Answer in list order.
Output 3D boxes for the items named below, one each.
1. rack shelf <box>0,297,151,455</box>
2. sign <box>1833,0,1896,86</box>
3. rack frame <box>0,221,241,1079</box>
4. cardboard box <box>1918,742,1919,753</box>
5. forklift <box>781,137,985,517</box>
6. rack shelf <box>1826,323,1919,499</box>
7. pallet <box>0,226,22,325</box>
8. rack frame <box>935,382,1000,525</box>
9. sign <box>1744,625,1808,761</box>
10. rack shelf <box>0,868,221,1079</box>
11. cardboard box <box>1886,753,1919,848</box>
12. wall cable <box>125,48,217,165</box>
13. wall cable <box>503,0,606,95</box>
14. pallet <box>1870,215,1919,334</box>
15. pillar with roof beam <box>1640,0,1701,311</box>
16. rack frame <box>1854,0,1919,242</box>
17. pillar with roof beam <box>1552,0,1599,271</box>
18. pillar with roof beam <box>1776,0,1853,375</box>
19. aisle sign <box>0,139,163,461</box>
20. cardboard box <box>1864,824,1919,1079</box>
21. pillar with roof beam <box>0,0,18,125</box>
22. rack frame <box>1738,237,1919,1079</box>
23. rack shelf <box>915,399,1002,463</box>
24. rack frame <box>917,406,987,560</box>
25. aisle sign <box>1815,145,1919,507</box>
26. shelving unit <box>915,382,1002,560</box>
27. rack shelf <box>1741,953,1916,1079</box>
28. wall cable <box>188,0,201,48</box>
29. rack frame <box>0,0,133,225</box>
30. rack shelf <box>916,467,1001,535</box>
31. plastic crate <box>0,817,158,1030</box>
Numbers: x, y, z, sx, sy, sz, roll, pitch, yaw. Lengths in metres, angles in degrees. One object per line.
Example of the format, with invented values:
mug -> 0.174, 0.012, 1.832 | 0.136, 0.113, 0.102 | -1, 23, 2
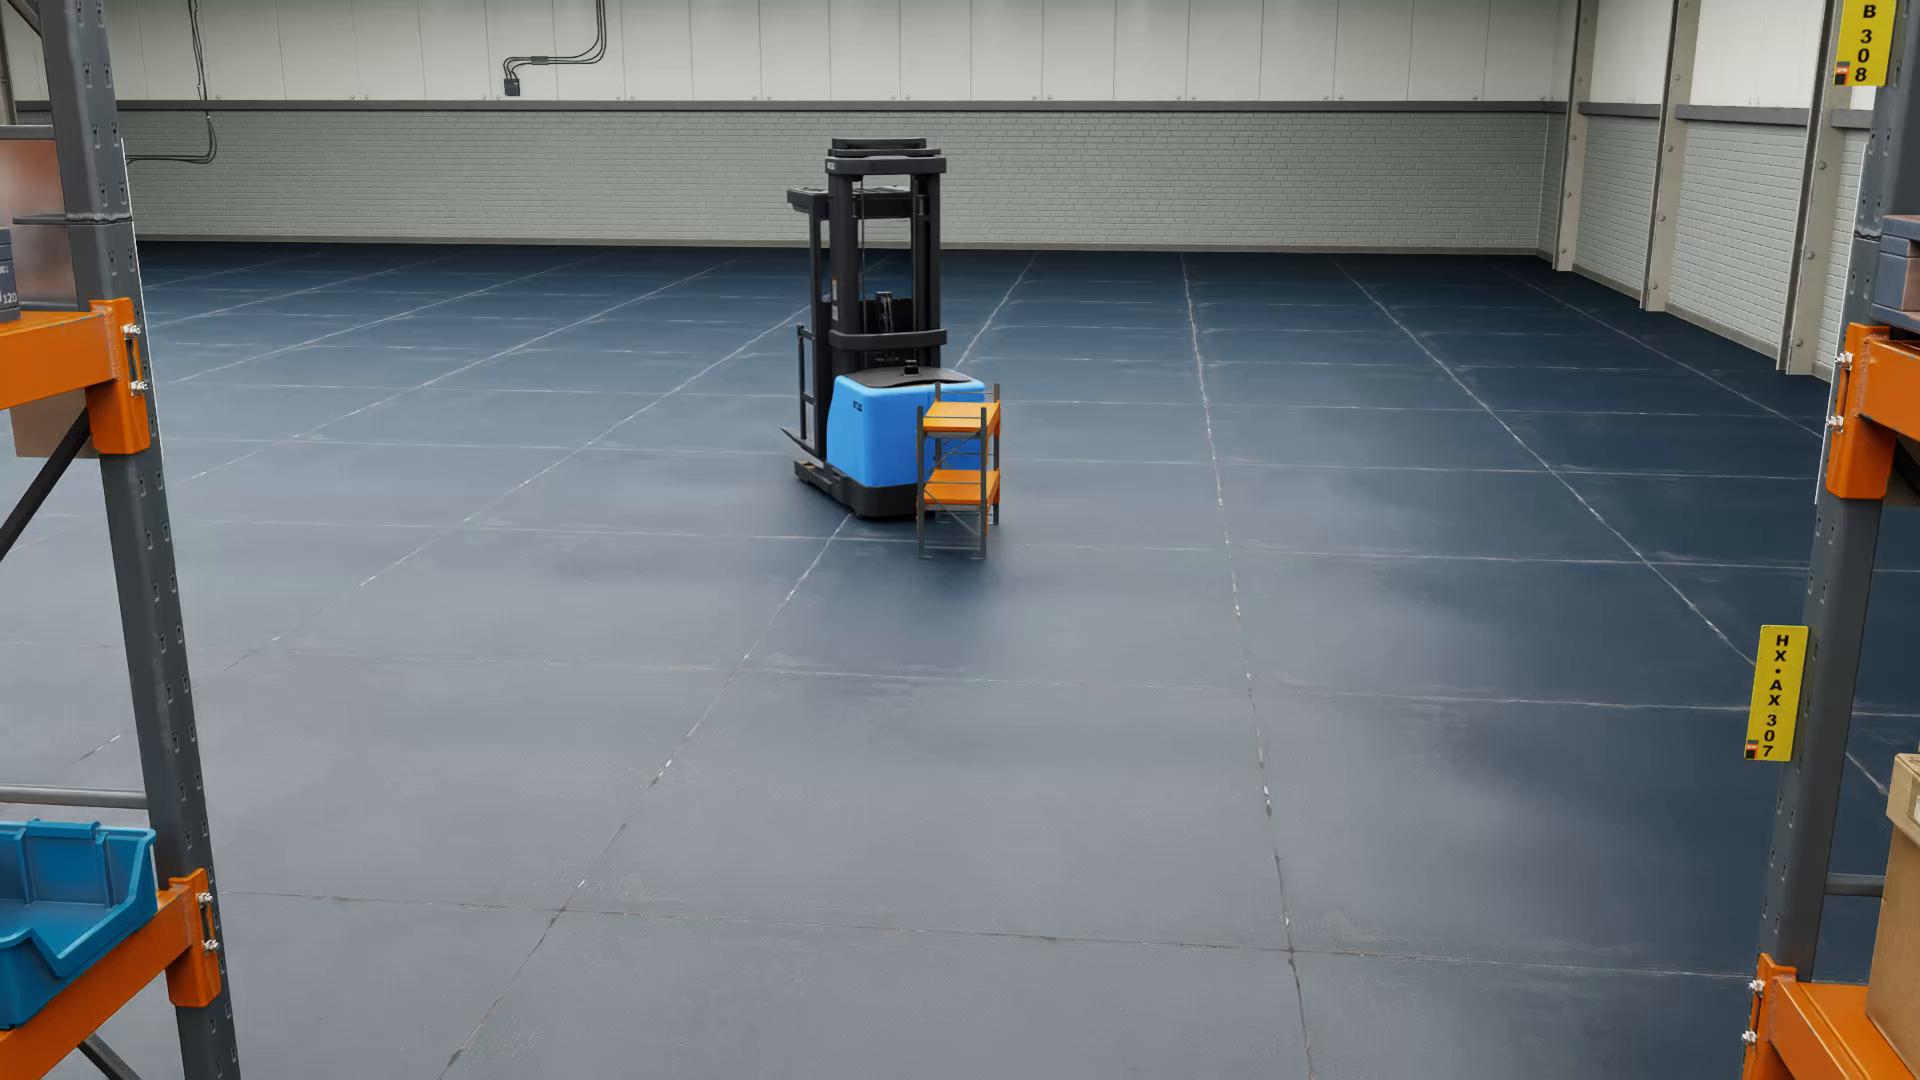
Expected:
rack shelf -> -2.729, 0.097, 2.189 | 1.077, 0.370, 4.000 | 2, 15, 6
sign -> 1.867, -1.100, 3.412 | 0.100, 0.325, 0.005 | 2, 15, 6
rack frame -> -2.504, 0.679, 4.405 | 1.000, 3.000, 0.127 | 2, 15, 6
cardboard box -> 2.346, 0.286, 3.182 | 0.700, 0.500, 0.500 | 2, 15, 6
forklift -> -0.810, -1.934, 14.199 | 1.130, 2.935, 3.031 | -6, 16, -21
rack shelf -> 2.192, 0.244, 1.646 | 1.077, 0.370, 4.000 | 2, 15, 6
pallet -> -2.694, -0.466, 3.255 | 1.003, 0.211, 1.213 | 2, 15, 6
rack frame -> 0.057, -0.673, 12.996 | 0.500, 1.125, 0.032 | 2, 15, 6
sign -> 1.867, 0.352, 3.804 | 0.100, 0.325, 0.005 | 2, 15, 6
rack shelf -> -2.729, 1.545, 2.580 | 1.077, 0.370, 4.000 | 2, 15, 6
cardboard box -> 2.159, 0.560, 3.411 | 0.380, 0.149, 0.250 | 2, 15, 6
wall cable -> -18.147, -9.653, 37.070 | 3.097, 2.526, 0.112 | 2, 15, 6
wall cable -> -8.716, -12.510, 35.172 | 2.305, 6.003, 0.169 | 2, 15, 6
pallet -> 2.312, -0.397, 2.806 | 1.003, 0.211, 1.213 | 2, 15, 6
pillar with roof beam -> 6.551, -8.070, 25.266 | 9.100, 9.000, 0.400 | 2, 15, 6
rack frame -> 2.417, -2.070, 3.079 | 1.000, 3.000, 0.127 | 2, 15, 6
pillar with roof beam -> 7.228, -9.626, 31.021 | 9.100, 9.000, 0.400 | 2, 15, 6
pillar with roof beam -> 5.874, -6.514, 19.511 | 9.100, 9.000, 0.400 | 2, 15, 6
aisle sign -> -2.201, -0.586, 4.102 | 0.394, 0.787, 0.004 | 2, 15, 6
cardboard box -> 2.352, 0.898, 3.402 | 0.700, 0.500, 0.500 | 2, 15, 6
pillar with roof beam -> -15.516, -10.300, 33.514 | 9.100, 9.000, 0.400 | 2, 15, 6
rack frame -> 2.417, 0.826, 3.862 | 1.000, 3.000, 0.127 | 2, 15, 6
rack shelf -> -0.001, -0.824, 12.432 | 0.538, 0.278, 1.000 | 2, 15, 6
rack frame -> -0.058, -0.409, 12.021 | 0.500, 1.125, 0.032 | 2, 15, 6
aisle sign -> 2.121, -0.455, 3.619 | 0.394, 0.787, 0.004 | 2, 15, 6
shelving unit -> -0.001, -0.541, 12.509 | 0.538, 1.125, 1.048 | 2, 15, 6
rack shelf -> 2.192, 1.692, 2.037 | 1.077, 0.370, 4.000 | 2, 15, 6
wall cable -> -15.459, -12.011, 36.116 | 3.097, 2.526, 0.112 | 2, 15, 6
rack frame -> -2.504, -2.217, 3.622 | 1.000, 3.000, 0.127 | 2, 15, 6
rack shelf -> -0.001, -0.305, 12.573 | 0.538, 0.278, 1.000 | 2, 15, 6
plastic crate -> -2.263, 0.889, 3.912 | 0.499, 0.251, 0.616 | 2, 15, 6
